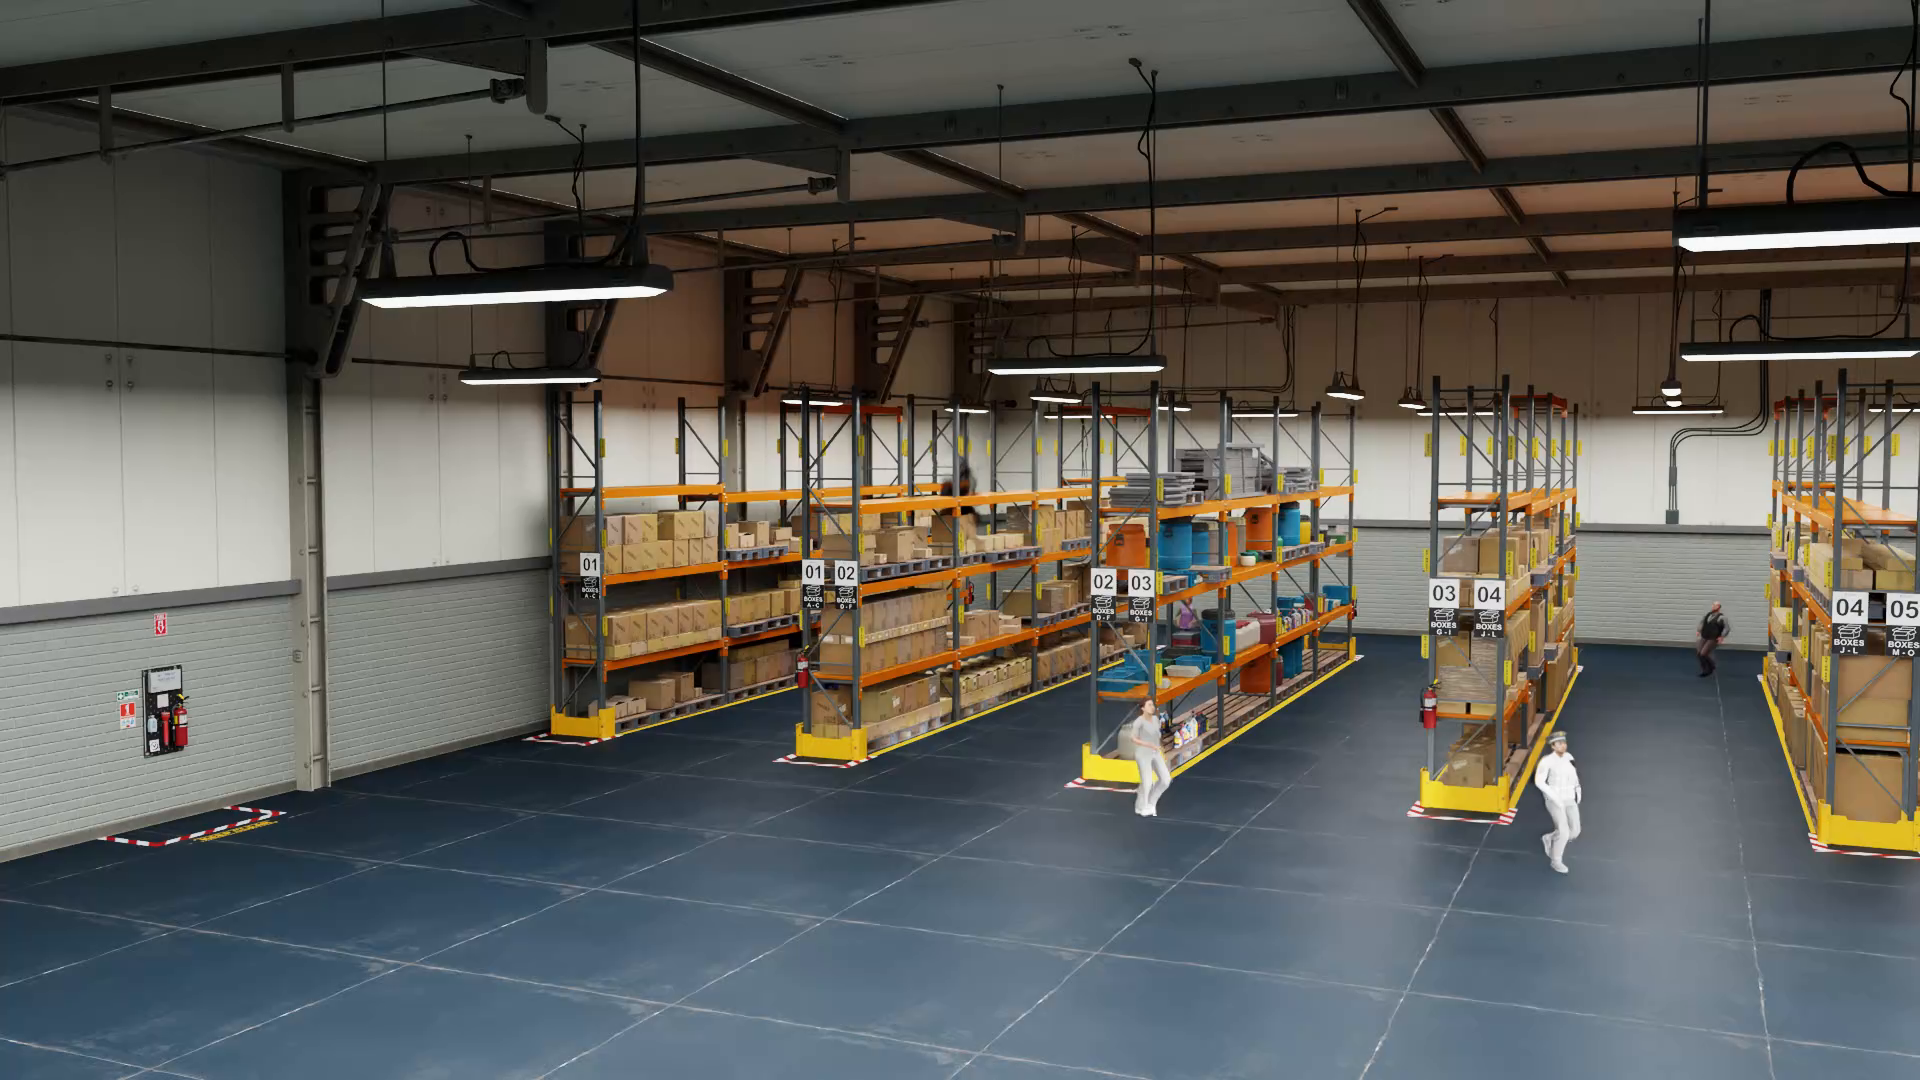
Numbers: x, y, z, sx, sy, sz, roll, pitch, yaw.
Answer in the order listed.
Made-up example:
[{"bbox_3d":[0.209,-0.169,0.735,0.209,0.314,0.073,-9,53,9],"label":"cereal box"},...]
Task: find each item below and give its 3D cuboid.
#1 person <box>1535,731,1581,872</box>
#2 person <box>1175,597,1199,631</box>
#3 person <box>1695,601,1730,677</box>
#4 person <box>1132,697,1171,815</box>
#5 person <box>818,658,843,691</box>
[{"bbox_3d":[7.121,3.087,19.773,0.619,1.666,0.489,-1,3,-21],"label":"person"},{"bbox_3d":[5.313,2.076,38.966,0.555,1.557,0.574,1,3,11],"label":"person"},{"bbox_3d":[16.359,2.173,36.309,0.527,1.666,0.712,-1,3,-23],"label":"person"},{"bbox_3d":[2.573,2.931,22.457,0.539,1.622,0.611,-2,4,-31],"label":"person"},{"bbox_3d":[-2.371,2.529,30.453,0.619,1.690,0.698,1,3,21],"label":"person"}]
